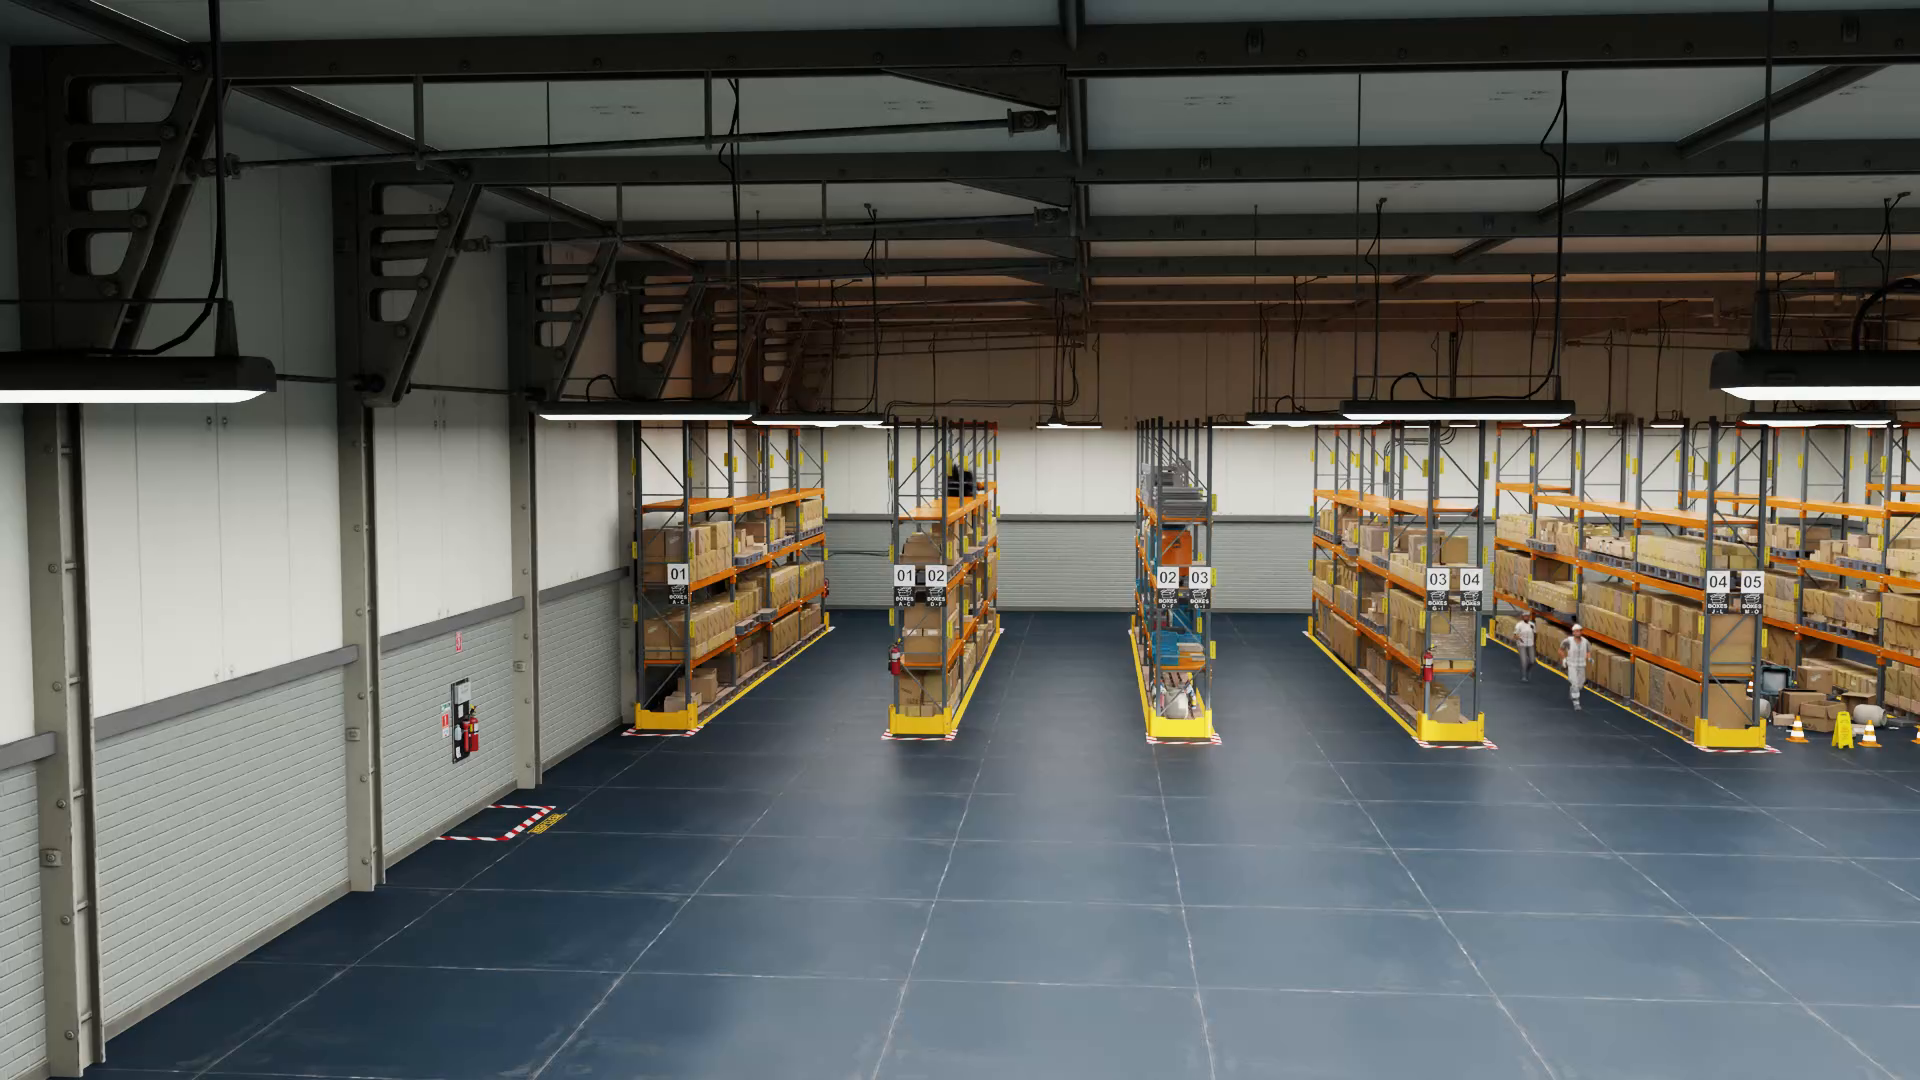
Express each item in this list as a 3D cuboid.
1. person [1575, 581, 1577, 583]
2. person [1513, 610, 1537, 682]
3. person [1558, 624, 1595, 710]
[{"bbox_3d":[17.562,1.820,47.420,0.529,1.632,0.586,1,4,11],"label":"person"},{"bbox_3d":[12.917,2.417,37.913,0.570,1.654,0.547,0,4,4],"label":"person"},{"bbox_3d":[12.718,2.604,34.435,0.636,1.753,0.833,0,4,1],"label":"person"}]
